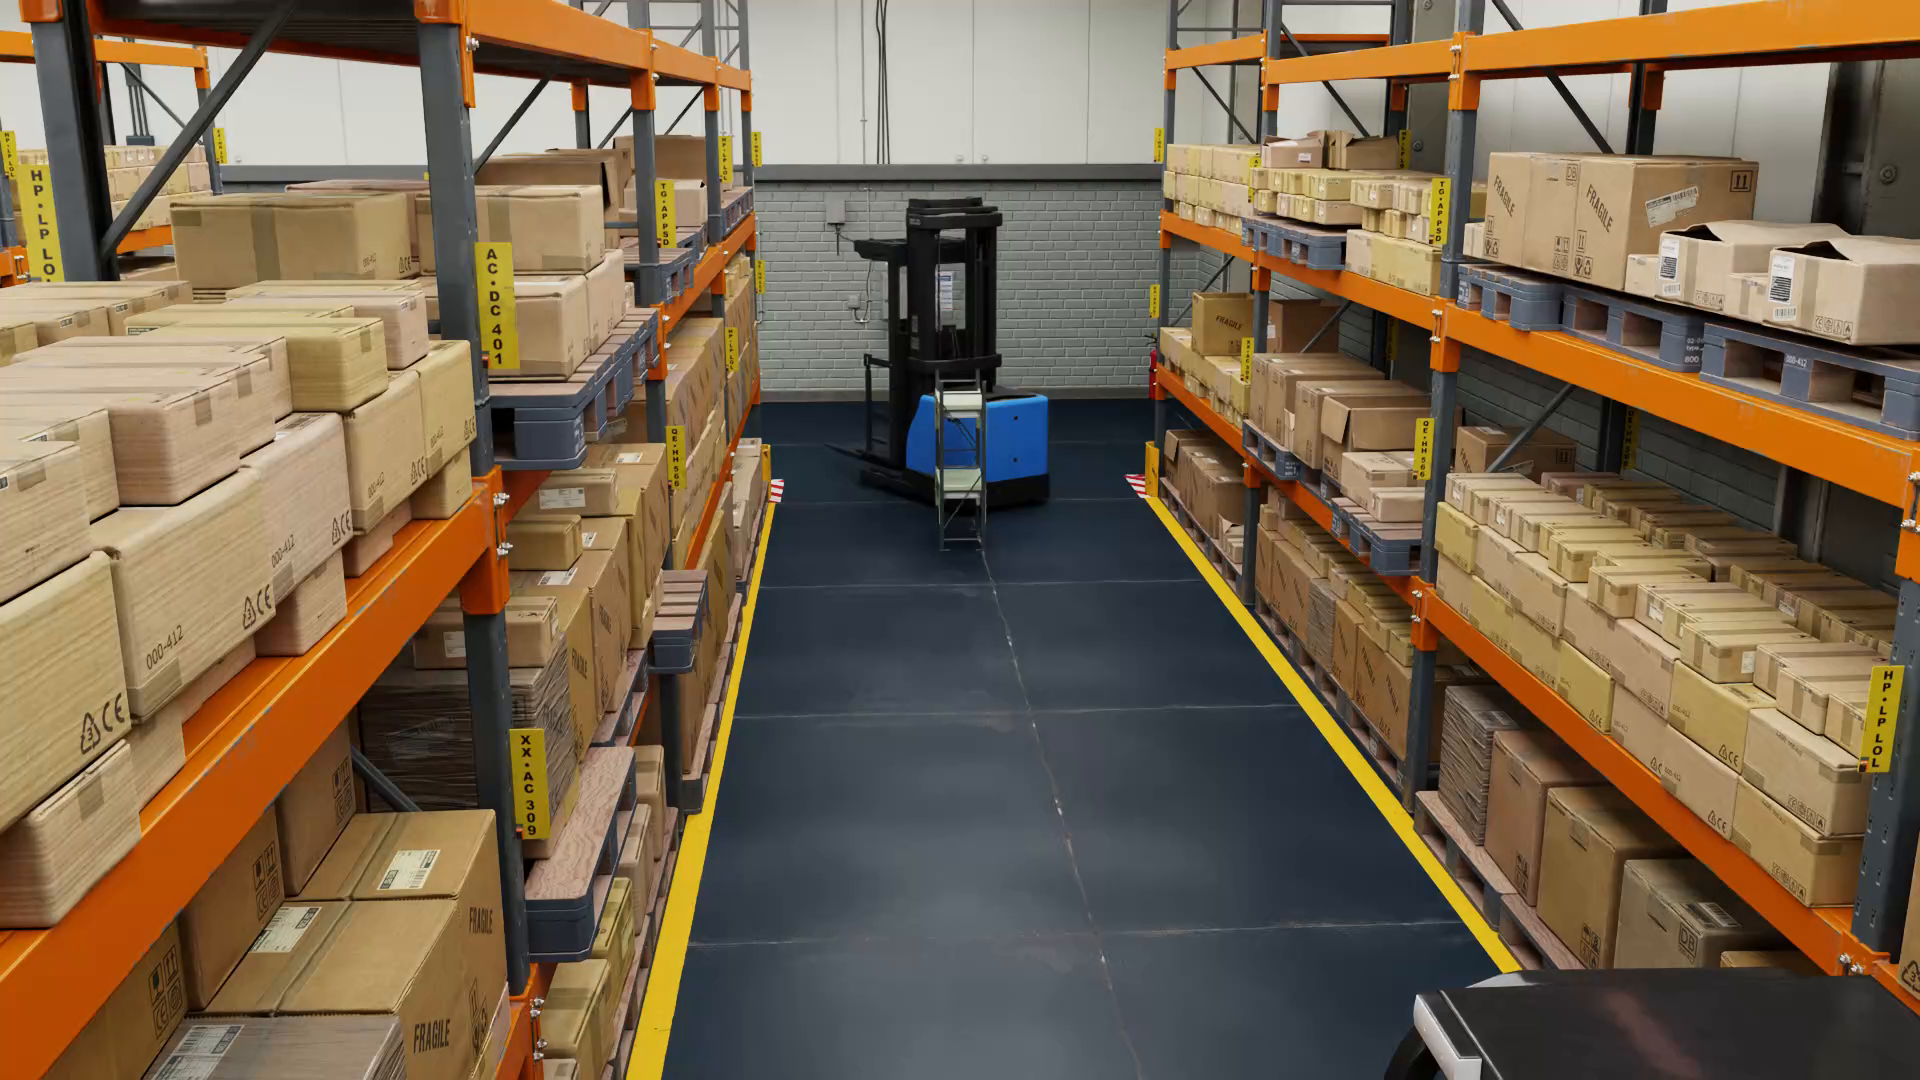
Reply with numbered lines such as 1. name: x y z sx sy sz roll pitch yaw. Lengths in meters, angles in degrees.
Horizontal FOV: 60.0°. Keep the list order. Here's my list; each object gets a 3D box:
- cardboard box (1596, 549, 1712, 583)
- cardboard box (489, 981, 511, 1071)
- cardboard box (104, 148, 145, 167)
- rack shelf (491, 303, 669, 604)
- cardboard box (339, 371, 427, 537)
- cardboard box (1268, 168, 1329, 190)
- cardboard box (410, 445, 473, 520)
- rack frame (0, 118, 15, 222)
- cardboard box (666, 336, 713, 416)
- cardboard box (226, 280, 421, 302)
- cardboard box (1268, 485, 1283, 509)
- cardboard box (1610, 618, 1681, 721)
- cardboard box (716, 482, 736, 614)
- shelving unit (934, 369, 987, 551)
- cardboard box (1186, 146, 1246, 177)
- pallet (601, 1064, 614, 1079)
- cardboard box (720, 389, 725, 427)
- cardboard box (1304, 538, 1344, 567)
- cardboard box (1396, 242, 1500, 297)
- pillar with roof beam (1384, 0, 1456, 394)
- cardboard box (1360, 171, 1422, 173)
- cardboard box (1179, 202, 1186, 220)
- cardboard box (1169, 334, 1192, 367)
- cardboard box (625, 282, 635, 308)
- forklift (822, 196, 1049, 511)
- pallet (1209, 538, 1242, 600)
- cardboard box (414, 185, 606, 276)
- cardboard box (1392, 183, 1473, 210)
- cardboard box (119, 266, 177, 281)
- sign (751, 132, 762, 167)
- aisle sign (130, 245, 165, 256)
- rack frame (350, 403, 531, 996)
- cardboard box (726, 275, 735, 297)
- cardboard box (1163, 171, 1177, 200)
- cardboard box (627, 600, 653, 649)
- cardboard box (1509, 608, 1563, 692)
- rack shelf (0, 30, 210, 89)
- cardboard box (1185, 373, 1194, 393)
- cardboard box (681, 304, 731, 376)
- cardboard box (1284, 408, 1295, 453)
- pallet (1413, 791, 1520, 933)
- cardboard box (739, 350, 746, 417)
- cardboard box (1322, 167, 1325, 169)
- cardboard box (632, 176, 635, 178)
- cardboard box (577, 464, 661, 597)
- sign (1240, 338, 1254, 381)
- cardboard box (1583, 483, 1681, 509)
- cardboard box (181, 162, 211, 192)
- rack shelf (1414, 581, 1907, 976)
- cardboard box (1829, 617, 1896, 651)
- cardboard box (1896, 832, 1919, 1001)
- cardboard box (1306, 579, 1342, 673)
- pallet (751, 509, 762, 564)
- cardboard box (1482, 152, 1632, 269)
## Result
1. cardboard box: 2.894 0.142 6.951 0.380 0.149 0.250 -1 14 -3
2. cardboard box: -1.416 1.306 4.433 0.380 0.149 0.250 -1 14 -4
3. cardboard box: -7.057 -3.191 13.888 0.380 0.149 0.250 -1 14 -2
4. rack shelf: -1.864 -0.492 6.343 1.077 0.370 4.000 -1 14 -3
5. cardboard box: -1.412 -0.183 3.403 0.500 0.250 0.500 -1 14 -4
6. cardboard box: 2.386 -2.538 11.716 0.380 0.149 0.250 -1 14 -3
7. cardboard box: -1.416 -0.148 4.065 0.380 0.149 0.250 -1 14 -3
8. rack frame: -7.170 -3.684 11.285 1.000 3.000 0.127 -1 14 -3
9. cardboard box: -1.907 -1.051 10.882 0.500 0.500 0.500 0 14 -2
10. cardboard box: -1.503 -0.532 3.959 0.380 0.149 0.250 -1 14 -2
11. cardboard box: 2.535 -0.316 12.511 0.380 0.149 0.250 -1 14 -4
12. cardboard box: 2.863 0.489 6.403 0.500 0.250 0.500 -1 14 -2
13. cardboard box: -2.118 0.098 12.045 0.875 0.875 0.875 0 14 -2
14. shelving unit: 0.000 -0.725 14.833 0.431 1.500 0.755 -1 14 -3
15. cardboard box: 2.304 -3.353 14.719 0.500 0.250 0.500 -1 14 -4
16. pallet: -1.790 2.266 5.794 1.003 0.211 1.213 -1 14 -3
17. cardboard box: -1.966 -0.944 11.972 0.500 0.250 0.500 -1 14 -3
18. cardboard box: 2.605 0.091 11.526 0.380 0.149 0.250 -1 14 -4
19. cardboard box: 2.692 -1.467 8.989 0.500 0.250 0.500 -1 14 -5
20. pillar with roof beam: -0.723 -3.984 12.450 9.100 9.000 0.400 -1 14 -3
21. cardboard box: 2.922 -2.421 11.260 0.380 0.149 0.250 0 14 -2
22. cardboard box: 2.212 -3.008 15.183 0.380 0.149 0.250 -1 14 -2
23. cardboard box: 2.261 -1.782 15.635 0.500 0.250 0.500 -1 14 -3
24. cardboard box: -1.759 -1.141 7.926 0.380 0.149 0.250 -1 14 -3
25. forklift: -0.379 -2.009 16.953 1.130 2.935 3.031 -10 17 -34
26. pallet: 2.676 0.222 13.740 1.003 0.211 1.213 -1 14 -3
27. cardboard box: -1.418 -0.991 5.295 0.500 0.250 0.500 -1 14 -5
28. cardboard box: 2.698 -1.957 9.498 0.380 0.149 0.250 -1 14 -4
29. cardboard box: -7.069 -2.085 14.306 0.500 0.500 0.500 0 14 -1
30. sign: -1.942 -3.723 15.838 0.100 0.325 0.005 -1 14 -3
31. aisle sign: -7.722 -3.046 15.628 0.394 0.787 0.004 -1 14 -3
32. rack frame: -1.740 1.109 4.694 1.000 3.000 0.127 -1 14 -3
33. cardboard box: -2.028 -2.065 13.524 0.380 0.149 0.250 -1 14 -5
34. cardboard box: 2.225 -3.362 15.758 0.500 0.250 0.500 -1 14 -4
35. cardboard box: -1.545 0.369 7.232 0.380 0.149 0.250 -1 14 -2
36. cardboard box: 2.814 0.477 7.453 0.500 0.250 0.500 -1 14 -5
37. rack shelf: -7.294 -3.831 13.308 1.077 0.370 4.000 -1 14 -3
38. cardboard box: 2.247 -1.424 15.044 0.380 0.149 0.250 -1 14 -5
39. cardboard box: -2.024 -1.535 12.765 0.500 0.500 0.500 -1 14 -3
40. cardboard box: 2.421 -0.744 11.327 0.396 0.266 0.258 0 14 -1
41. pallet: 2.978 1.593 8.412 1.003 0.211 1.213 -1 14 -3
42. cardboard box: -2.055 -1.298 13.852 0.500 0.500 0.500 -1 14 -3
43. cardboard box: 2.971 -2.851 12.770 0.500 0.250 0.500 -1 14 -4
44. cardboard box: -2.595 -2.673 12.604 0.396 0.266 0.258 0 14 -2
45. cardboard box: -1.640 -0.044 7.537 0.500 0.500 0.500 -1 14 -4
46. sign: 2.177 -1.367 12.581 0.100 0.325 0.005 -1 14 -3
47. cardboard box: 3.315 -0.184 8.220 0.380 0.149 0.250 -1 14 -2
48. cardboard box: -7.136 -3.285 15.052 0.500 0.250 0.500 -1 14 -5
49. rack shelf: 3.090 0.883 7.019 1.077 0.370 4.000 -1 14 -3
50. cardboard box: 3.390 0.386 6.005 0.380 0.149 0.250 -1 14 -4
51. cardboard box: 2.980 1.098 4.539 0.500 0.500 0.500 -1 14 -5
52. cardboard box: 2.618 0.559 11.008 0.500 0.500 0.500 -1 14 -5
53. pallet: -2.284 -0.024 14.696 1.003 0.211 1.213 -1 14 -3
54. cardboard box: 2.767 -1.532 7.696 0.500 0.500 0.500 -1 14 -3
